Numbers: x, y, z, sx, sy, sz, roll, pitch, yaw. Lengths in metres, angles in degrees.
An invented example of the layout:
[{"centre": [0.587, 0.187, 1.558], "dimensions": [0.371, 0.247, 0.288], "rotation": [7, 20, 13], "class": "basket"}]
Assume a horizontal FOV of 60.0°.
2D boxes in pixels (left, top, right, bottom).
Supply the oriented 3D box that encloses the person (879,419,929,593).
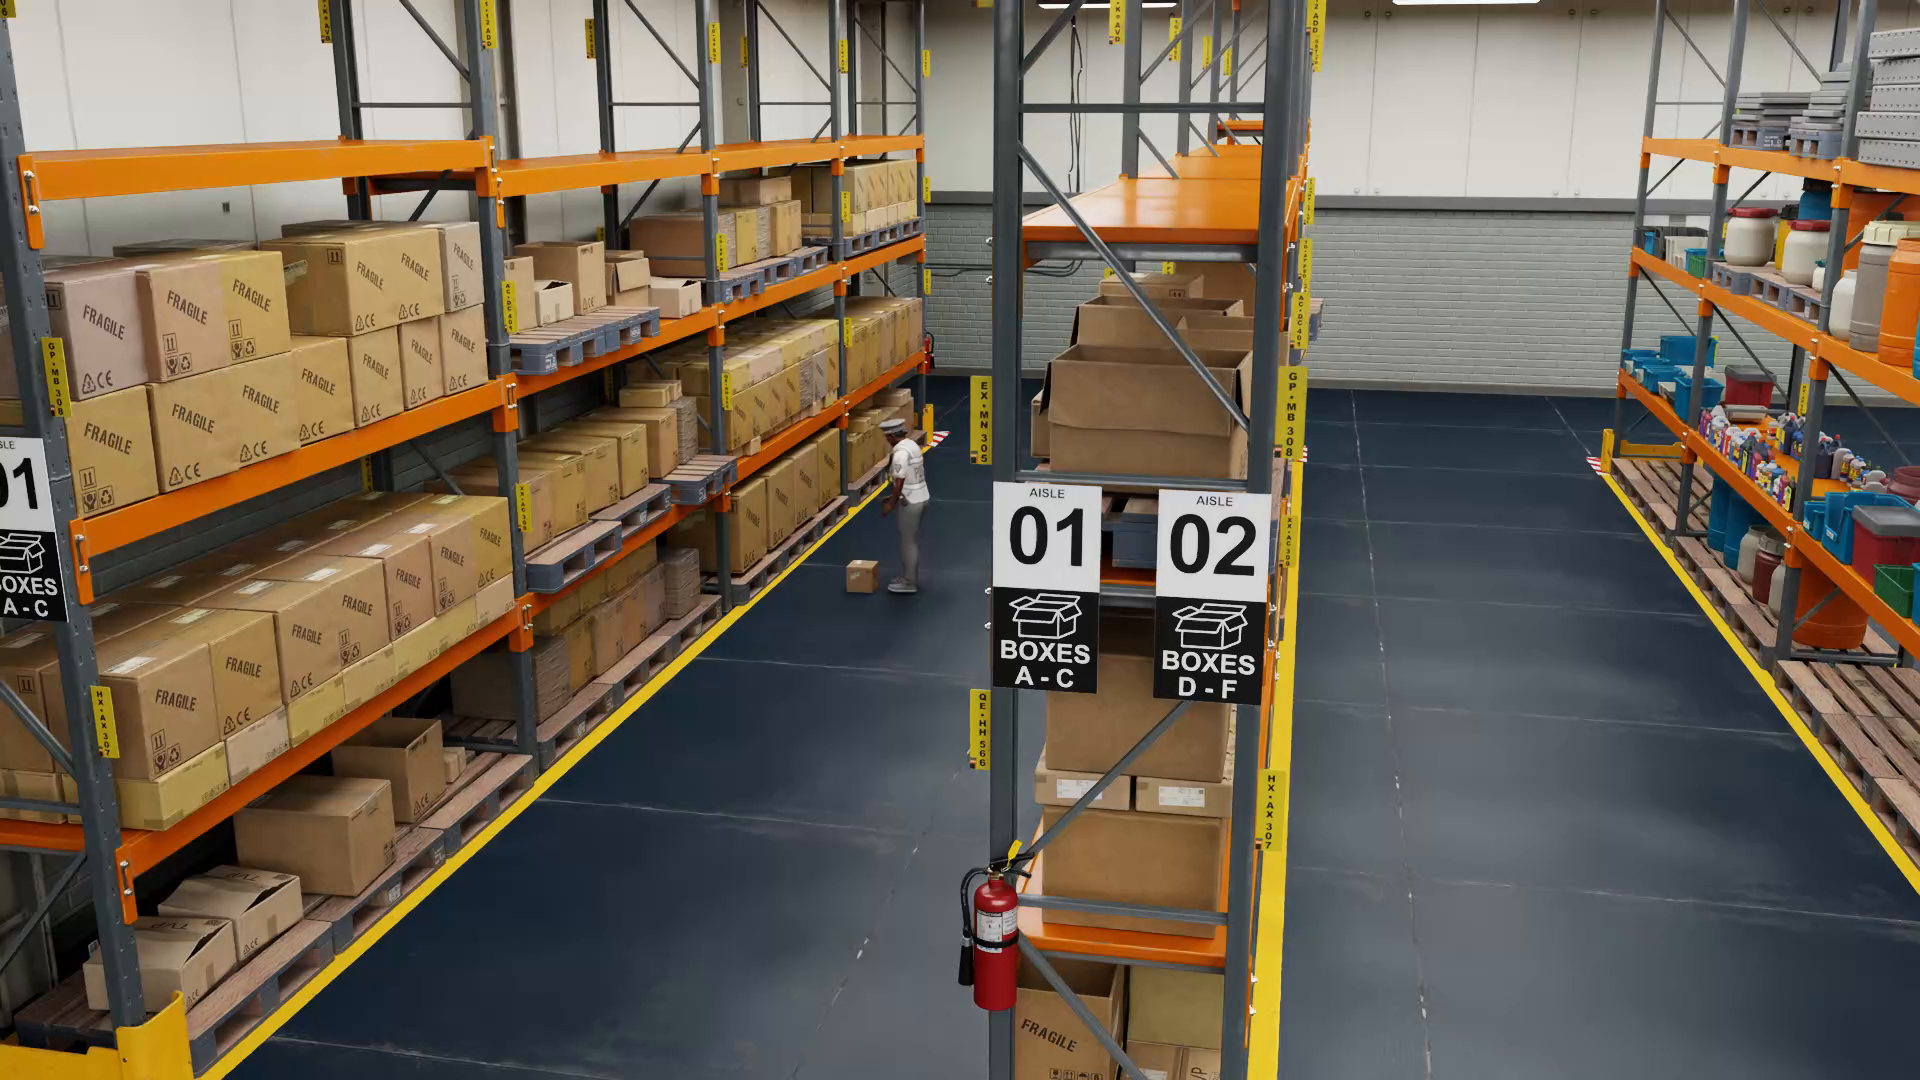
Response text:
[{"centre": [-0.540, -0.316, 15.751], "dimensions": [0.517, 1.687, 0.521], "rotation": [4, 15, 15], "class": "person"}]
